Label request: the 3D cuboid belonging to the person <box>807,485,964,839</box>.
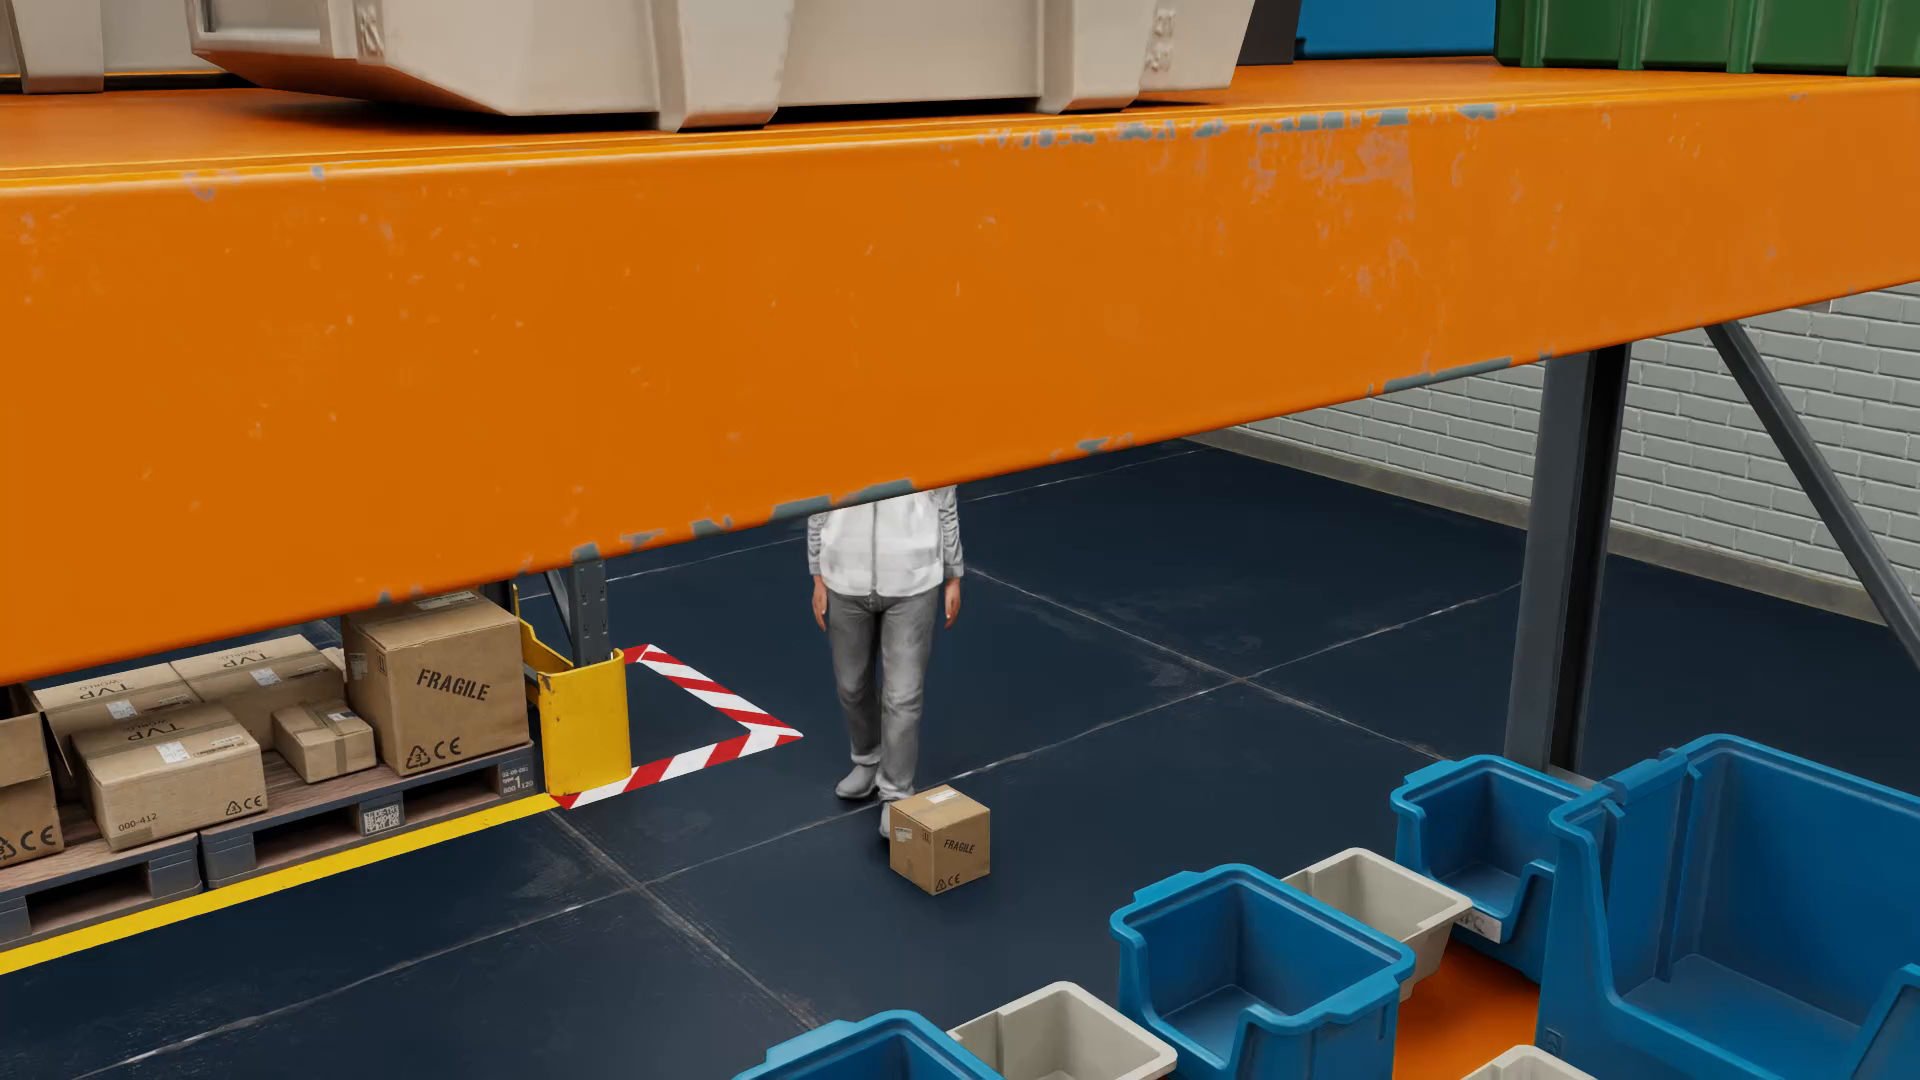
[{"bbox_3d":[-0.274,0.171,5.952,0.564,1.776,0.620,2,18,5],"label":"person"}]
